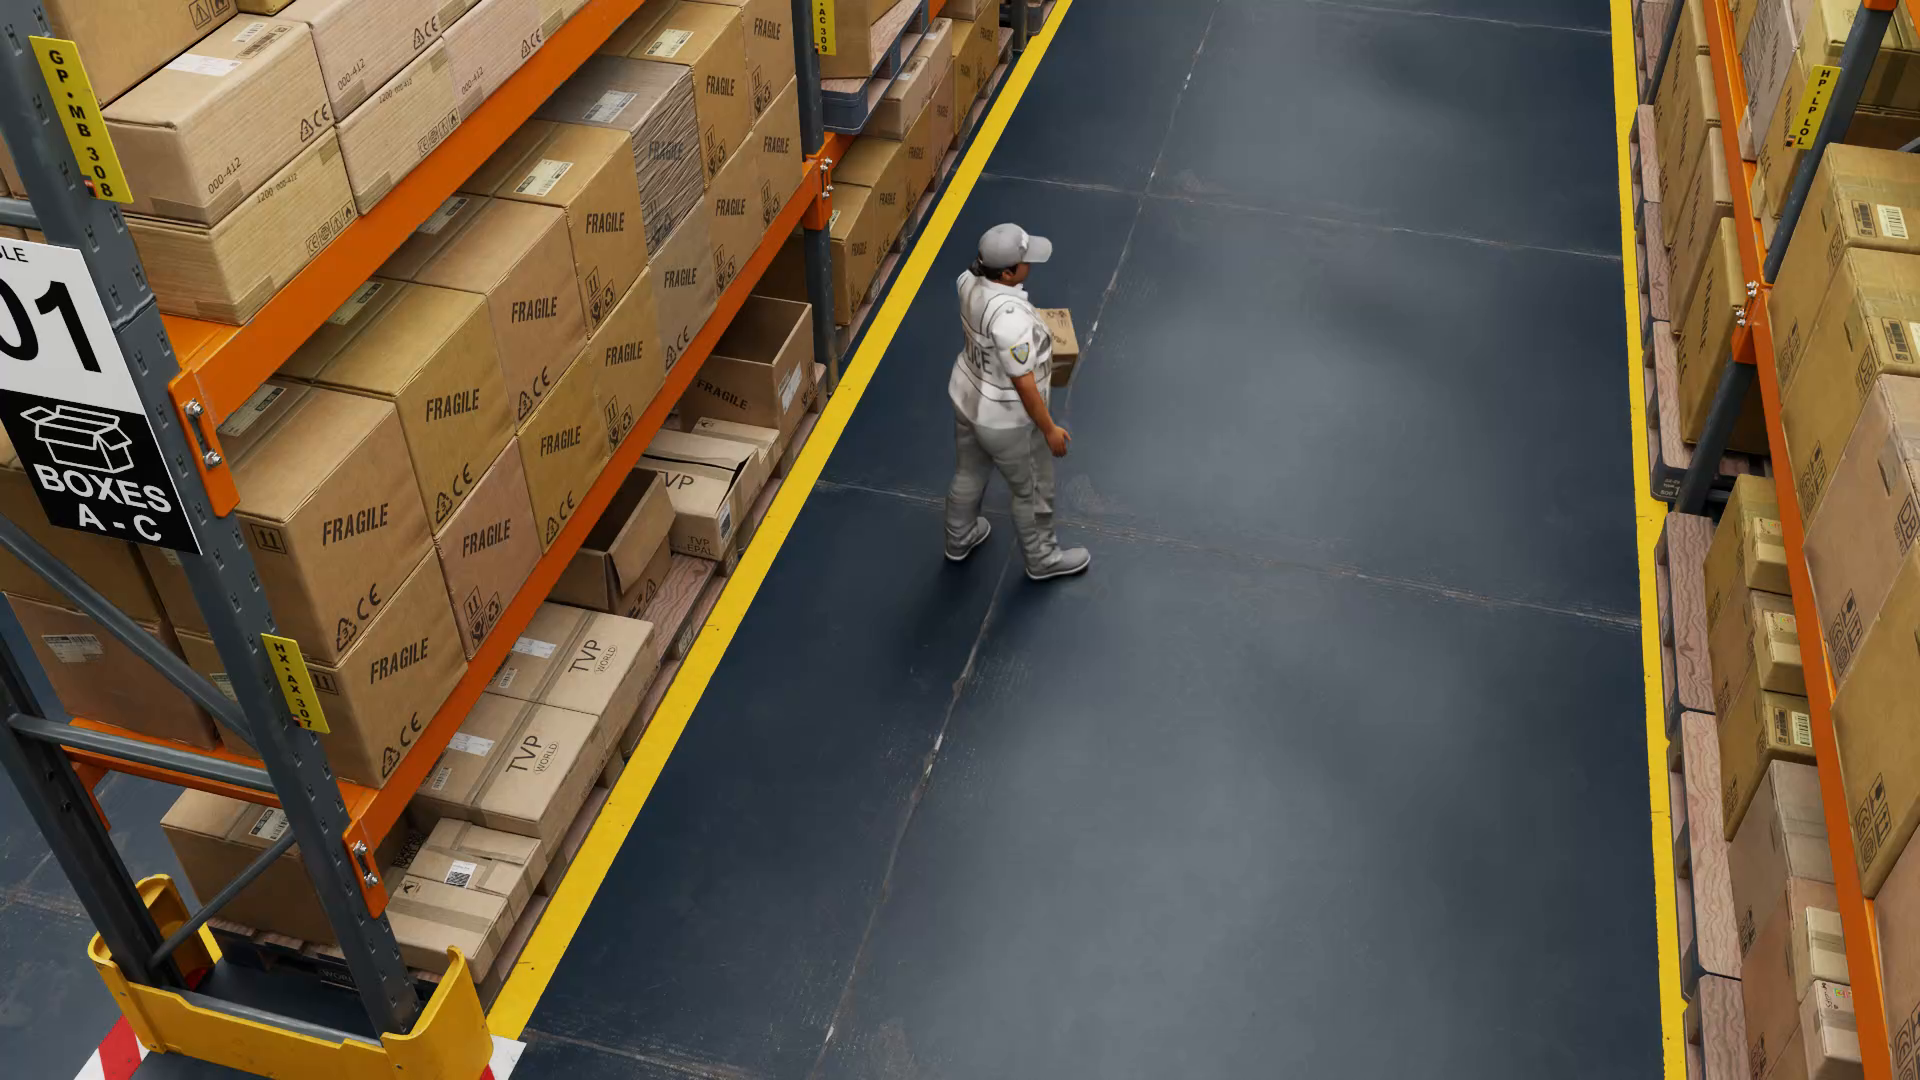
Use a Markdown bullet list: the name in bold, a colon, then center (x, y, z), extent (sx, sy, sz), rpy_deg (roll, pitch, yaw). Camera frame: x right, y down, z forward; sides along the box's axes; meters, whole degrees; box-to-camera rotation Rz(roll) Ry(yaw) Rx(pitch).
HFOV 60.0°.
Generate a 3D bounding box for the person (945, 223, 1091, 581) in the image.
- **person**: center (0.245, -0.553, 6.766), extent (0.565, 1.661, 0.585), rpy_deg (-18, 44, -19)
